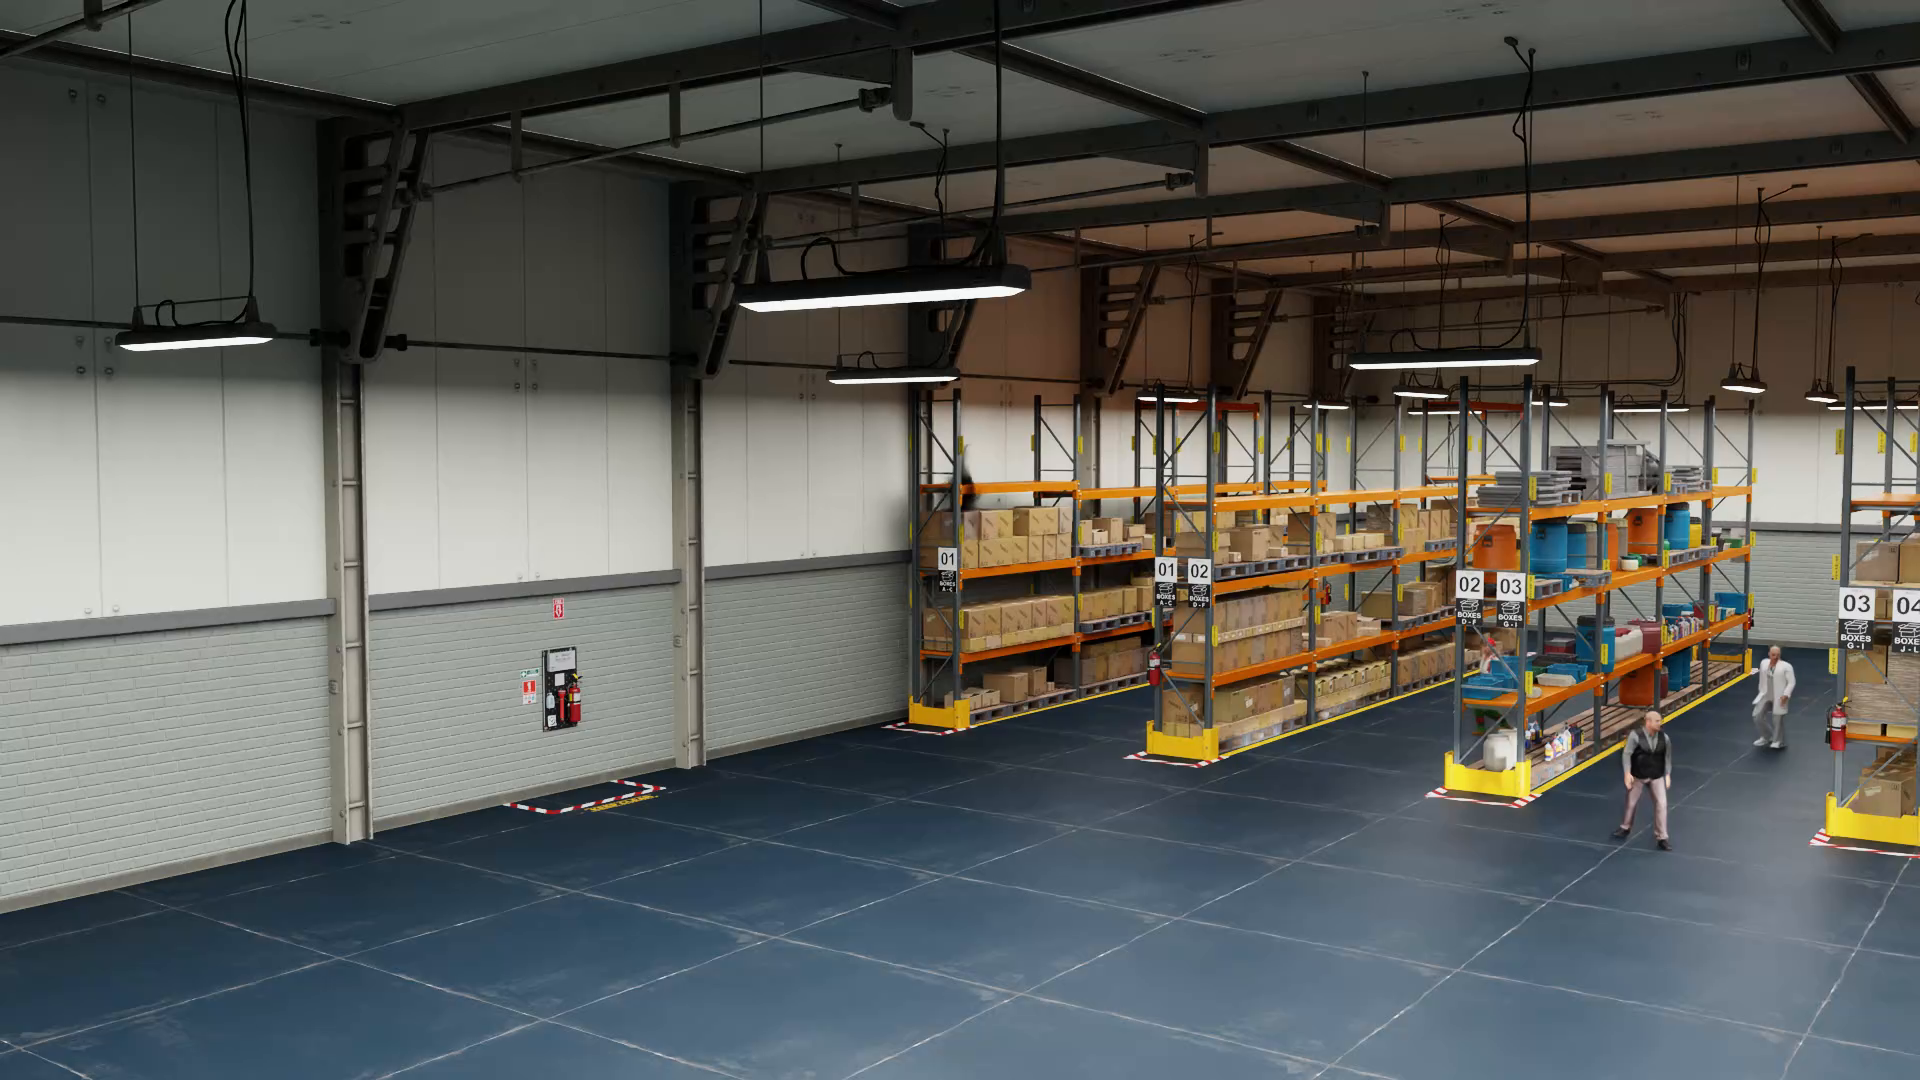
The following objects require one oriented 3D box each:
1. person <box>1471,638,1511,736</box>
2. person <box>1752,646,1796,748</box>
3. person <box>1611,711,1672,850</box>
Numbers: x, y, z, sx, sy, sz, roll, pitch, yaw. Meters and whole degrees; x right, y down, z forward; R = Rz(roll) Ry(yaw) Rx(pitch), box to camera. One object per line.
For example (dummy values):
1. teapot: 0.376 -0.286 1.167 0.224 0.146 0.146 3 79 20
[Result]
1. person: 9.110 2.518 28.463 0.743 1.722 0.700 -1 3 -16
2. person: 13.331 2.575 27.199 0.769 1.721 0.700 -3 4 -41
3. person: 8.591 2.971 20.830 0.653 1.674 0.888 0 3 6
